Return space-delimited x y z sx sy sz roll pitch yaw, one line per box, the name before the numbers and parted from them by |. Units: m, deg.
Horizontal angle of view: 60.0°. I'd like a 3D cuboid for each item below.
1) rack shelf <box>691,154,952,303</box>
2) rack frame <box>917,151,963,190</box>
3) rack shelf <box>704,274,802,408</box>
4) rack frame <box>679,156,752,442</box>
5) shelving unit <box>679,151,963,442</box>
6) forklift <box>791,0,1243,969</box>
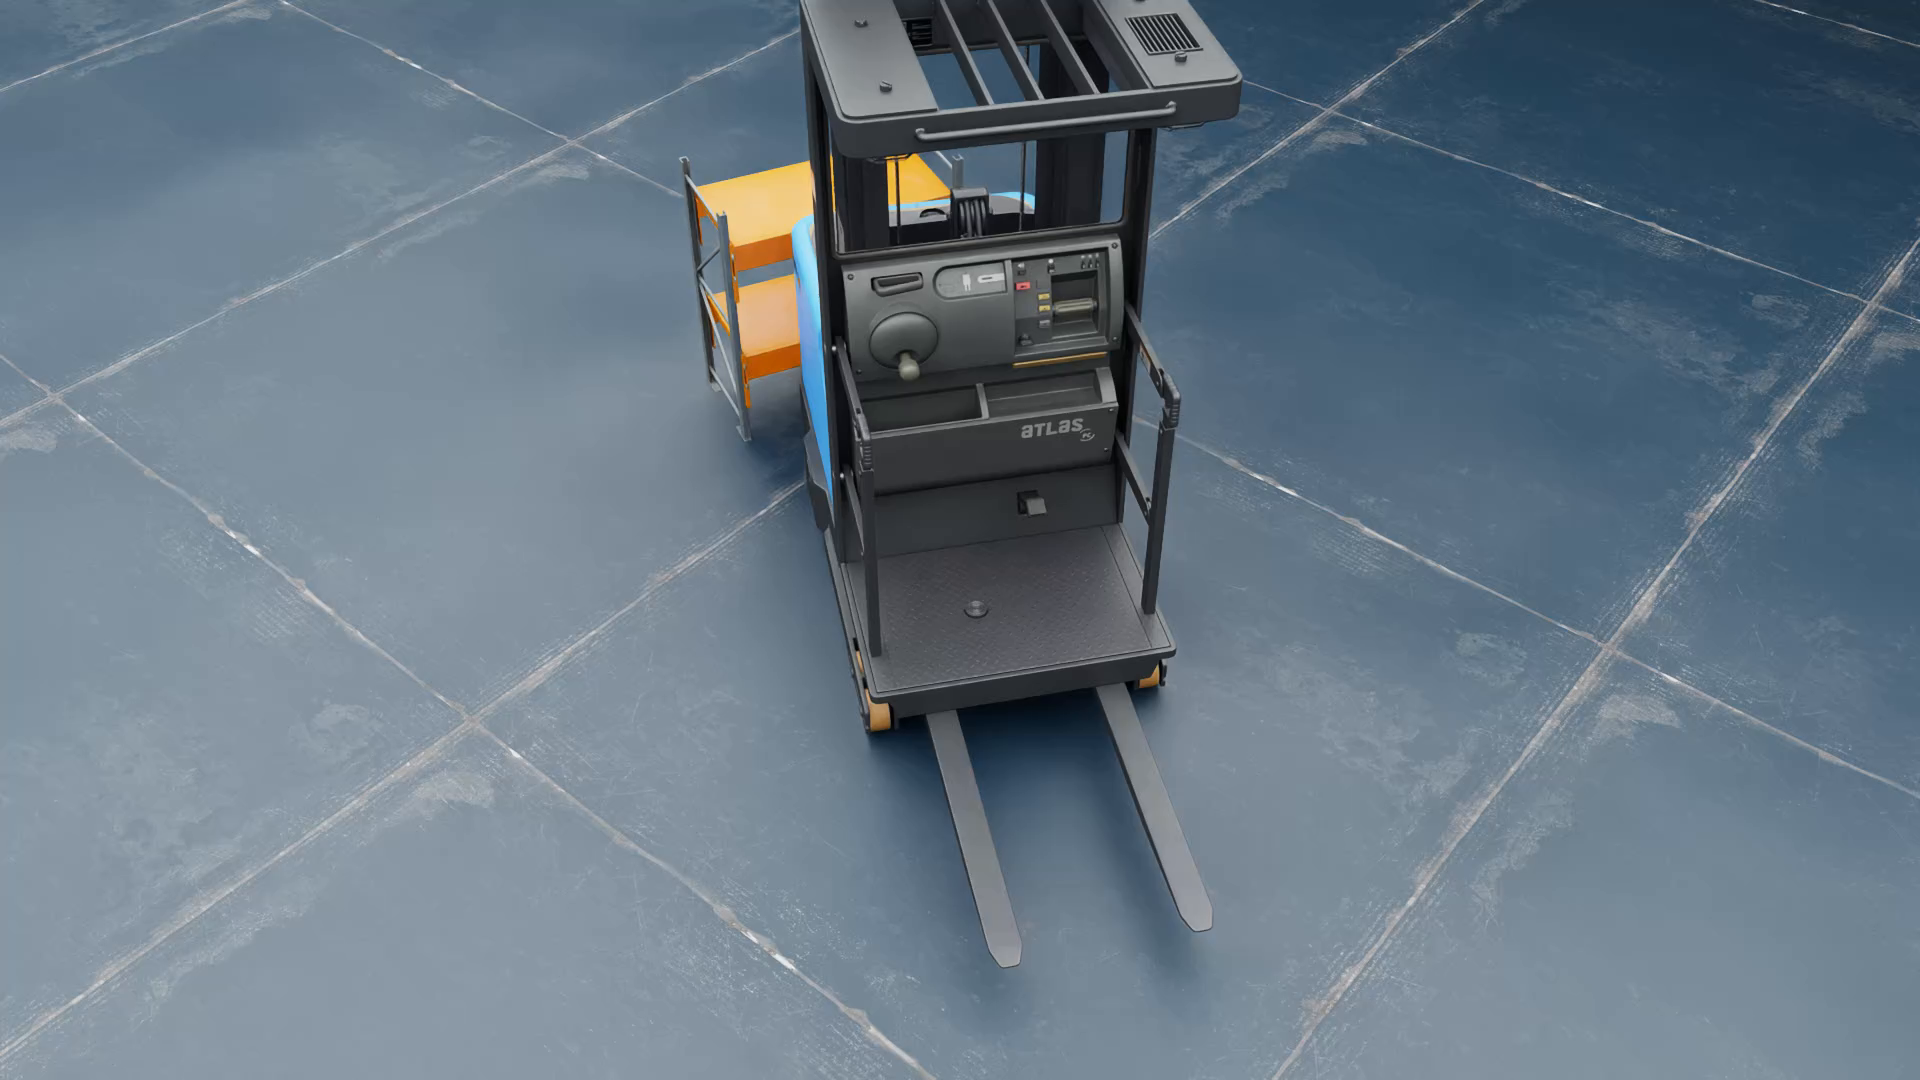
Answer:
rack shelf | -0.569 -1.362 6.976 1.000 0.278 0.538 -18 45 -19
rack frame | -0.110 -1.292 7.335 0.032 1.125 0.500 -18 45 -19
rack shelf | -0.569 -0.964 7.338 1.000 0.278 0.538 -18 45 -19
rack frame | -1.027 -0.998 7.012 0.032 1.125 0.500 -18 45 -19
shelving unit | -0.569 -1.145 7.173 1.048 1.125 0.538 -18 45 -19
forklift | 0.131 -0.675 5.313 1.130 2.935 3.031 -8 43 -9
